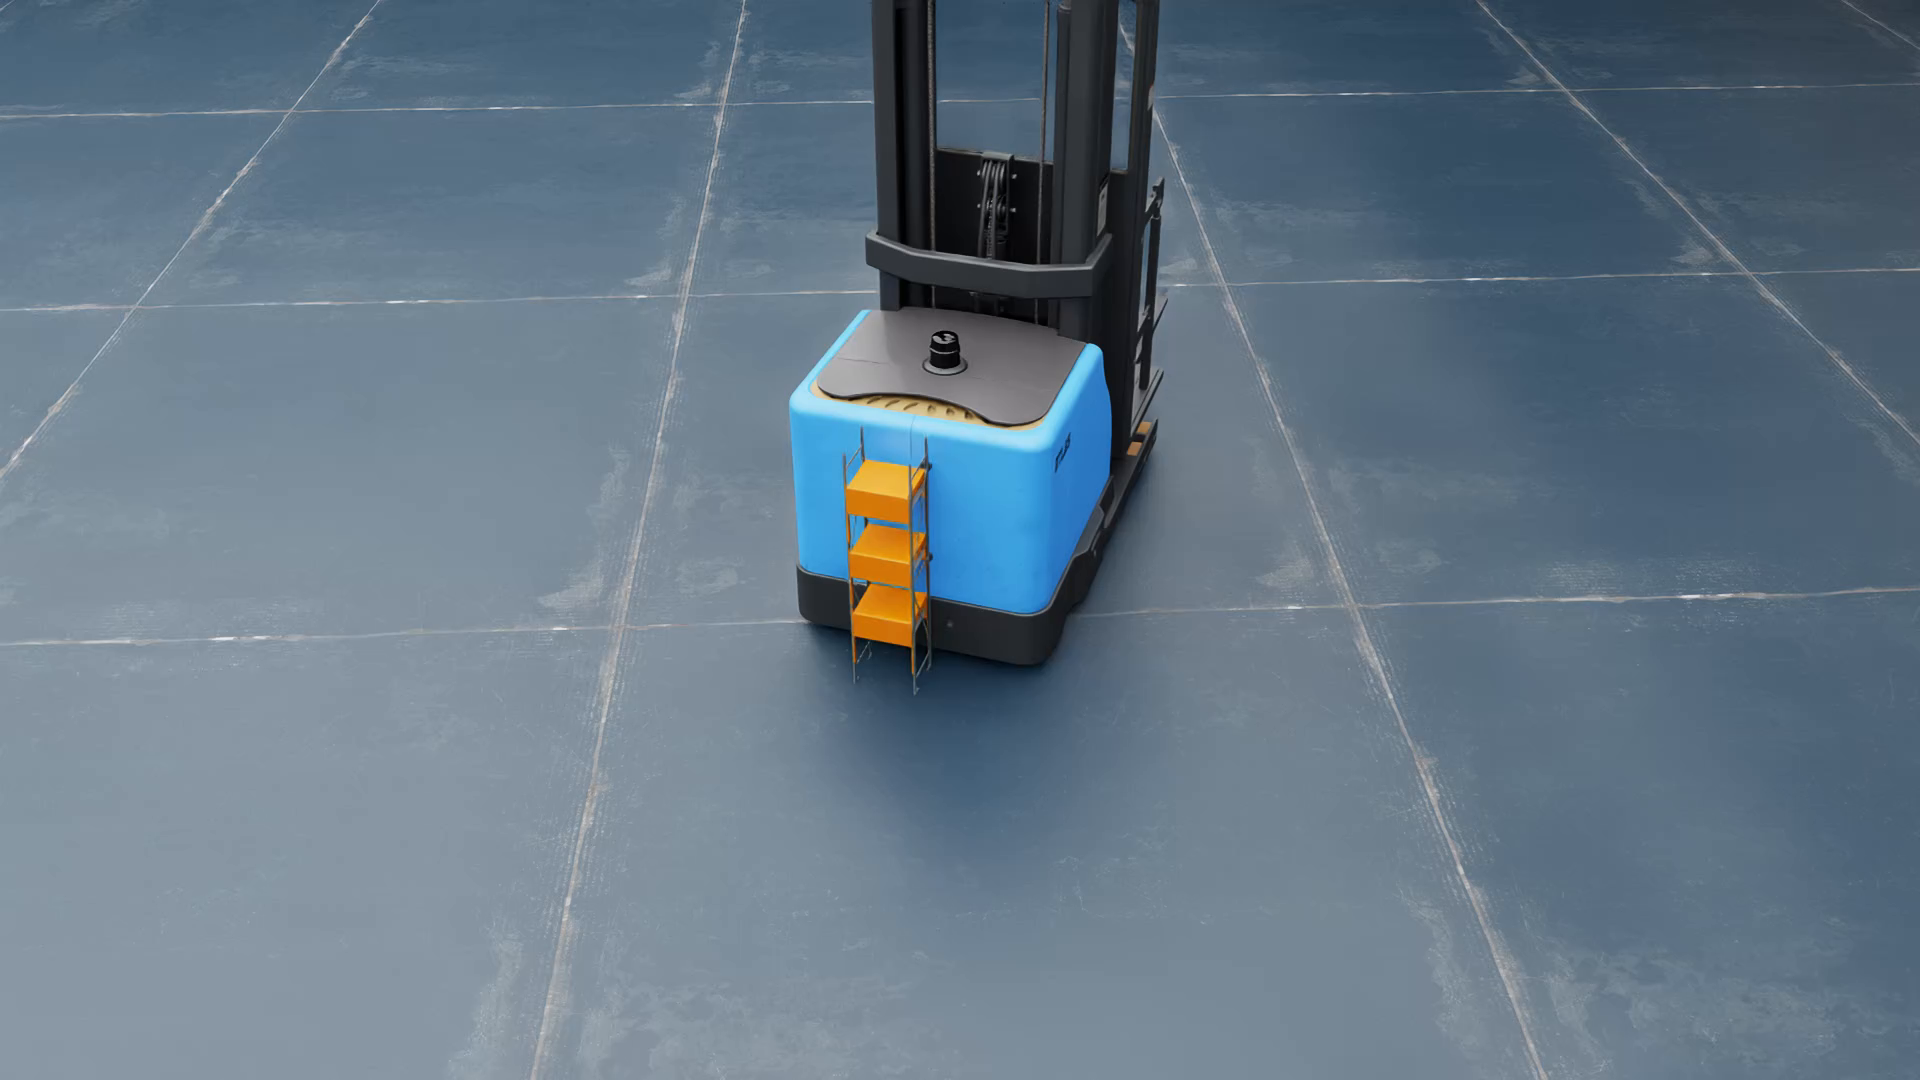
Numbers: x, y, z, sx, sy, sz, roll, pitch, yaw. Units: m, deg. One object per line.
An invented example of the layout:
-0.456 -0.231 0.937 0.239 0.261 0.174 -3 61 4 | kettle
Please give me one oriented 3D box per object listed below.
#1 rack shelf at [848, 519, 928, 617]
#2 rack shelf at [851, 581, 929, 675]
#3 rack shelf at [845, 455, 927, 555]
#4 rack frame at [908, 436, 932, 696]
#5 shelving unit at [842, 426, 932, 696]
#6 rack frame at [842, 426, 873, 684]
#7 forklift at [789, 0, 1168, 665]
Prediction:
-0.263 0.103 6.196 0.240 0.259 0.215 10 36 14 | rack shelf
-0.262 0.330 6.356 0.240 0.259 0.215 10 36 14 | rack shelf
-0.264 -0.129 6.032 0.240 0.259 0.215 10 36 14 | rack shelf
-0.146 0.115 6.160 0.008 1.050 0.200 10 36 14 | rack frame
-0.263 0.094 6.190 0.252 1.050 0.215 10 36 14 | shelving unit
-0.379 0.073 6.219 0.008 1.050 0.200 10 36 14 | rack frame
0.293 -1.557 6.925 1.130 2.935 3.031 11 36 15 | forklift
